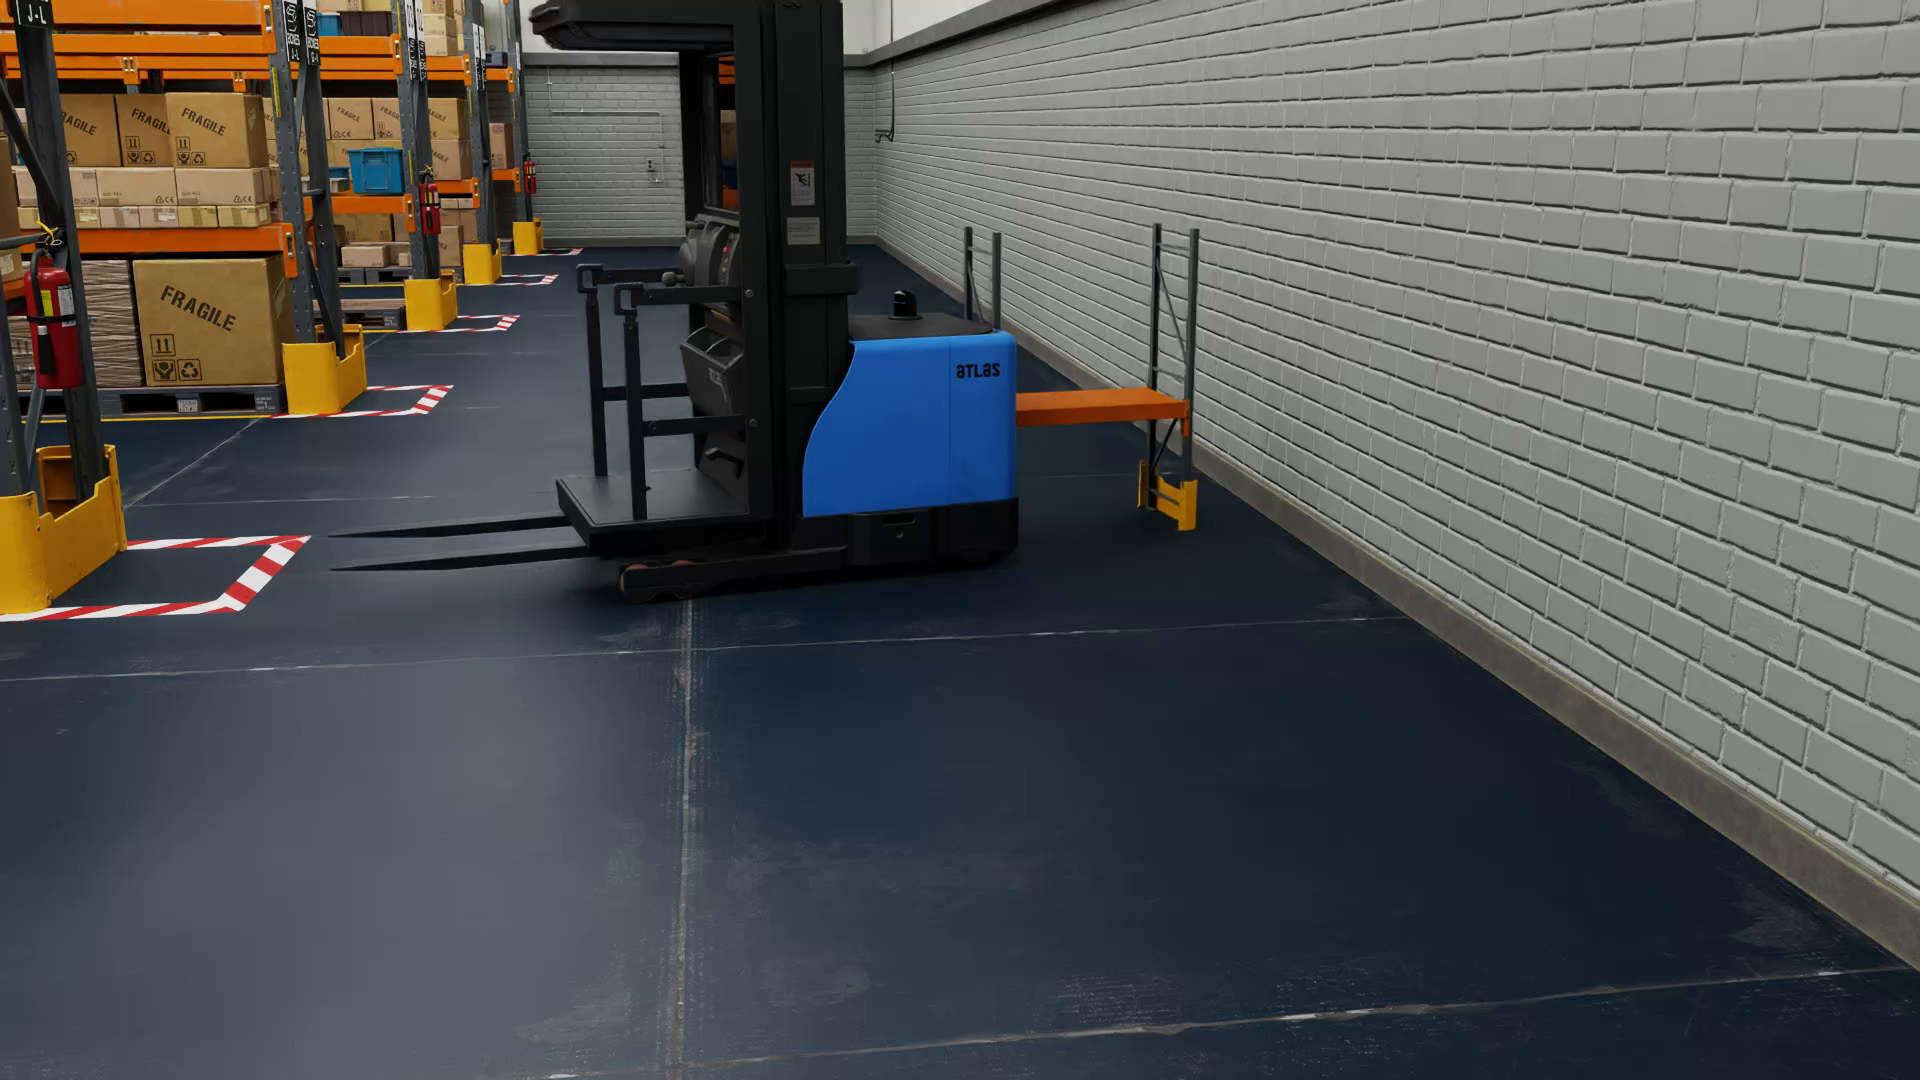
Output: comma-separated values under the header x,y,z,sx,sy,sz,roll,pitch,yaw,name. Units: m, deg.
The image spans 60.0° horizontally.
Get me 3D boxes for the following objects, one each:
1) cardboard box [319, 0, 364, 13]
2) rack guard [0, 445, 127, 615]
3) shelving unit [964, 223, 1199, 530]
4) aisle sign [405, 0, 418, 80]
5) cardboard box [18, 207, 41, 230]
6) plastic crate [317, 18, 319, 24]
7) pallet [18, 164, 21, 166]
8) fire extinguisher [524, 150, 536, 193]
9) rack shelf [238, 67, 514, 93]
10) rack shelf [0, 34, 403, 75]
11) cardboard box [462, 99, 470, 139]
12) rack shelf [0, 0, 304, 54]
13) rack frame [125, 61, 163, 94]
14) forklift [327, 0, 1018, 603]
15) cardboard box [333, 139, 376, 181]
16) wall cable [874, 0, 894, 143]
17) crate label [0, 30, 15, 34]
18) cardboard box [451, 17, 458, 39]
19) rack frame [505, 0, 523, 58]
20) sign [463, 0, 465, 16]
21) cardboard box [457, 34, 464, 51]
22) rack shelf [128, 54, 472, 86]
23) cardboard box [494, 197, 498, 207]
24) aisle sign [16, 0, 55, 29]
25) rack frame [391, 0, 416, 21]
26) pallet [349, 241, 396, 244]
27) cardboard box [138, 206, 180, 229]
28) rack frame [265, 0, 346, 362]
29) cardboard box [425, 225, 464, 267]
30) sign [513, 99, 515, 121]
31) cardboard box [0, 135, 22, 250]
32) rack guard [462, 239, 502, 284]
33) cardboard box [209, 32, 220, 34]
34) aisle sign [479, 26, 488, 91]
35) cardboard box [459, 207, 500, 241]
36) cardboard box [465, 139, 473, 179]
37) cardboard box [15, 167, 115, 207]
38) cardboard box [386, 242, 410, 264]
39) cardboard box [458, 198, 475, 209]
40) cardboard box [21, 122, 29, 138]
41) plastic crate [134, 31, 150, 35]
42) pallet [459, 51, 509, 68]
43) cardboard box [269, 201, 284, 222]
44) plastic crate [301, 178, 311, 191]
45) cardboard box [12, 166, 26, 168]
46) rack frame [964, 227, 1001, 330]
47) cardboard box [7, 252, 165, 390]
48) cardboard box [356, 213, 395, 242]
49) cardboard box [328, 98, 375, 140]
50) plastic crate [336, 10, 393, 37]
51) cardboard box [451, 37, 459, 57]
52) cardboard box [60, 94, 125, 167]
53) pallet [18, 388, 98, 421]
x,y,z,sx,sy,sz,roll,pitch,yaw,name
-7.656,-6.789,20.700,0.500,0.500,0.700,-2,14,-8,cardboard box
-4.129,-0.070,7.474,0.348,0.500,1.175,-2,14,-8,rack guard
0.602,-0.810,8.370,1.083,1.500,0.587,-4,15,-16,shelving unit
-5.316,-4.867,16.116,0.004,0.787,0.394,-2,14,-8,aisle sign
-6.262,-2.221,11.429,0.250,0.149,0.380,-2,14,-8,cardboard box
-6.364,-4.921,15.948,0.336,0.188,0.450,-2,14,-8,plastic crate
-12.153,-4.554,20.607,1.213,0.211,1.003,-2,14,-8,pallet
-6.689,-5.733,25.839,0.183,0.674,0.296,-2,14,-8,fire extinguisher
-8.884,-7.090,25.639,4.000,0.370,1.077,-2,14,-8,rack shelf
-7.409,-4.707,16.137,4.000,0.370,1.077,-2,14,-8,rack shelf
-6.643,-5.446,21.510,0.500,0.500,0.500,-2,14,-7,cardboard box
-6.671,-3.516,11.386,4.000,0.370,1.077,-2,14,-8,rack shelf
-10.120,-4.720,20.877,0.127,3.000,1.000,-2,14,-8,rack frame
-1.298,-1.296,7.364,3.031,2.935,1.130,-5,15,-21,forklift
-7.574,-4.795,20.971,0.500,0.500,0.500,-2,14,-8,cardboard box
-1.261,-7.579,26.328,0.112,2.526,3.097,-2,14,-8,wall cable
-8.859,-4.804,15.586,0.466,0.136,0.293,-2,14,-8,crate label
-6.712,-6.534,21.222,0.500,0.250,0.500,-2,14,-8,cardboard box
-6.907,-8.966,25.475,0.127,3.000,1.000,-2,14,-8,rack frame
-6.102,-6.615,20.447,0.005,0.325,0.100,-2,14,-8,sign
-7.591,-7.600,25.435,0.500,0.250,0.500,-2,14,-7,cardboard box
-8.143,-5.899,20.888,4.000,0.370,1.077,-2,14,-8,rack shelf
-7.490,-5.366,26.392,0.250,0.149,0.380,-2,14,-8,cardboard box
-4.026,-2.621,7.163,0.004,0.787,0.394,-2,14,-8,aisle sign
-5.431,-6.583,15.973,0.127,3.000,1.000,-2,14,-8,rack frame
-8.890,-4.613,26.181,1.213,0.211,1.003,-2,14,-8,pallet
-5.503,-2.249,11.541,0.250,0.149,0.380,-2,14,-8,cardboard box
-4.693,-2.482,11.952,0.127,3.000,1.000,-2,14,-8,rack frame
-6.666,-3.787,21.390,0.500,0.500,0.500,-2,14,-8,cardboard box
-6.840,-6.602,25.513,0.005,0.325,0.100,-2,14,-8,sign
-4.539,-1.528,7.332,0.500,0.500,0.500,-1,14,-6,cardboard box
-6.240,-3.650,21.748,0.348,0.500,1.175,-2,14,-8,rack guard
-9.108,-6.321,20.375,0.500,0.250,0.500,-2,14,-8,cardboard box
-6.141,-6.199,21.430,0.004,0.787,0.394,-2,14,-8,aisle sign
-7.584,-4.998,26.261,0.500,0.500,0.700,-2,14,-8,cardboard box
-6.643,-4.961,21.631,0.500,0.500,0.500,-2,14,-7,cardboard box
-6.138,-2.435,11.463,0.500,0.250,0.500,-3,14,-10,cardboard box
-7.239,-3.775,21.857,0.500,0.250,0.500,-2,14,-8,cardboard box
-7.684,-5.264,25.989,0.250,0.149,0.380,-2,14,-9,cardboard box
-11.293,-4.969,20.799,0.500,0.500,0.700,0,14,1,cardboard box
-8.185,-4.993,16.341,0.466,0.136,0.293,-2,14,-8,plastic crate
-7.639,-7.439,25.734,1.213,0.211,1.003,-2,14,-8,pallet
-5.093,-2.427,12.248,0.250,0.149,0.380,-2,14,-8,cardboard box
-6.499,-3.495,16.408,0.243,0.136,0.396,-2,14,-8,plastic crate
-6.733,-2.543,11.893,0.500,0.250,0.500,-2,14,-9,cardboard box
0.107,-0.774,8.224,0.032,1.500,0.500,-4,15,-16,rack frame
-6.214,-1.580,11.859,0.875,0.875,0.875,-2,14,-8,cardboard box
-9.102,-4.941,26.031,0.500,0.500,0.700,-2,14,-7,cardboard box
-7.576,-5.278,20.839,0.500,0.500,0.500,-2,14,-7,cardboard box
-5.853,-5.118,16.566,0.590,0.269,0.497,-2,14,-8,plastic crate
-6.711,-6.290,21.278,0.500,0.250,0.500,-2,14,-8,cardboard box
-6.214,-2.927,11.880,0.500,0.500,0.500,-2,14,-10,cardboard box
-6.676,-1.038,11.928,1.213,0.211,1.003,-2,14,-8,pallet
